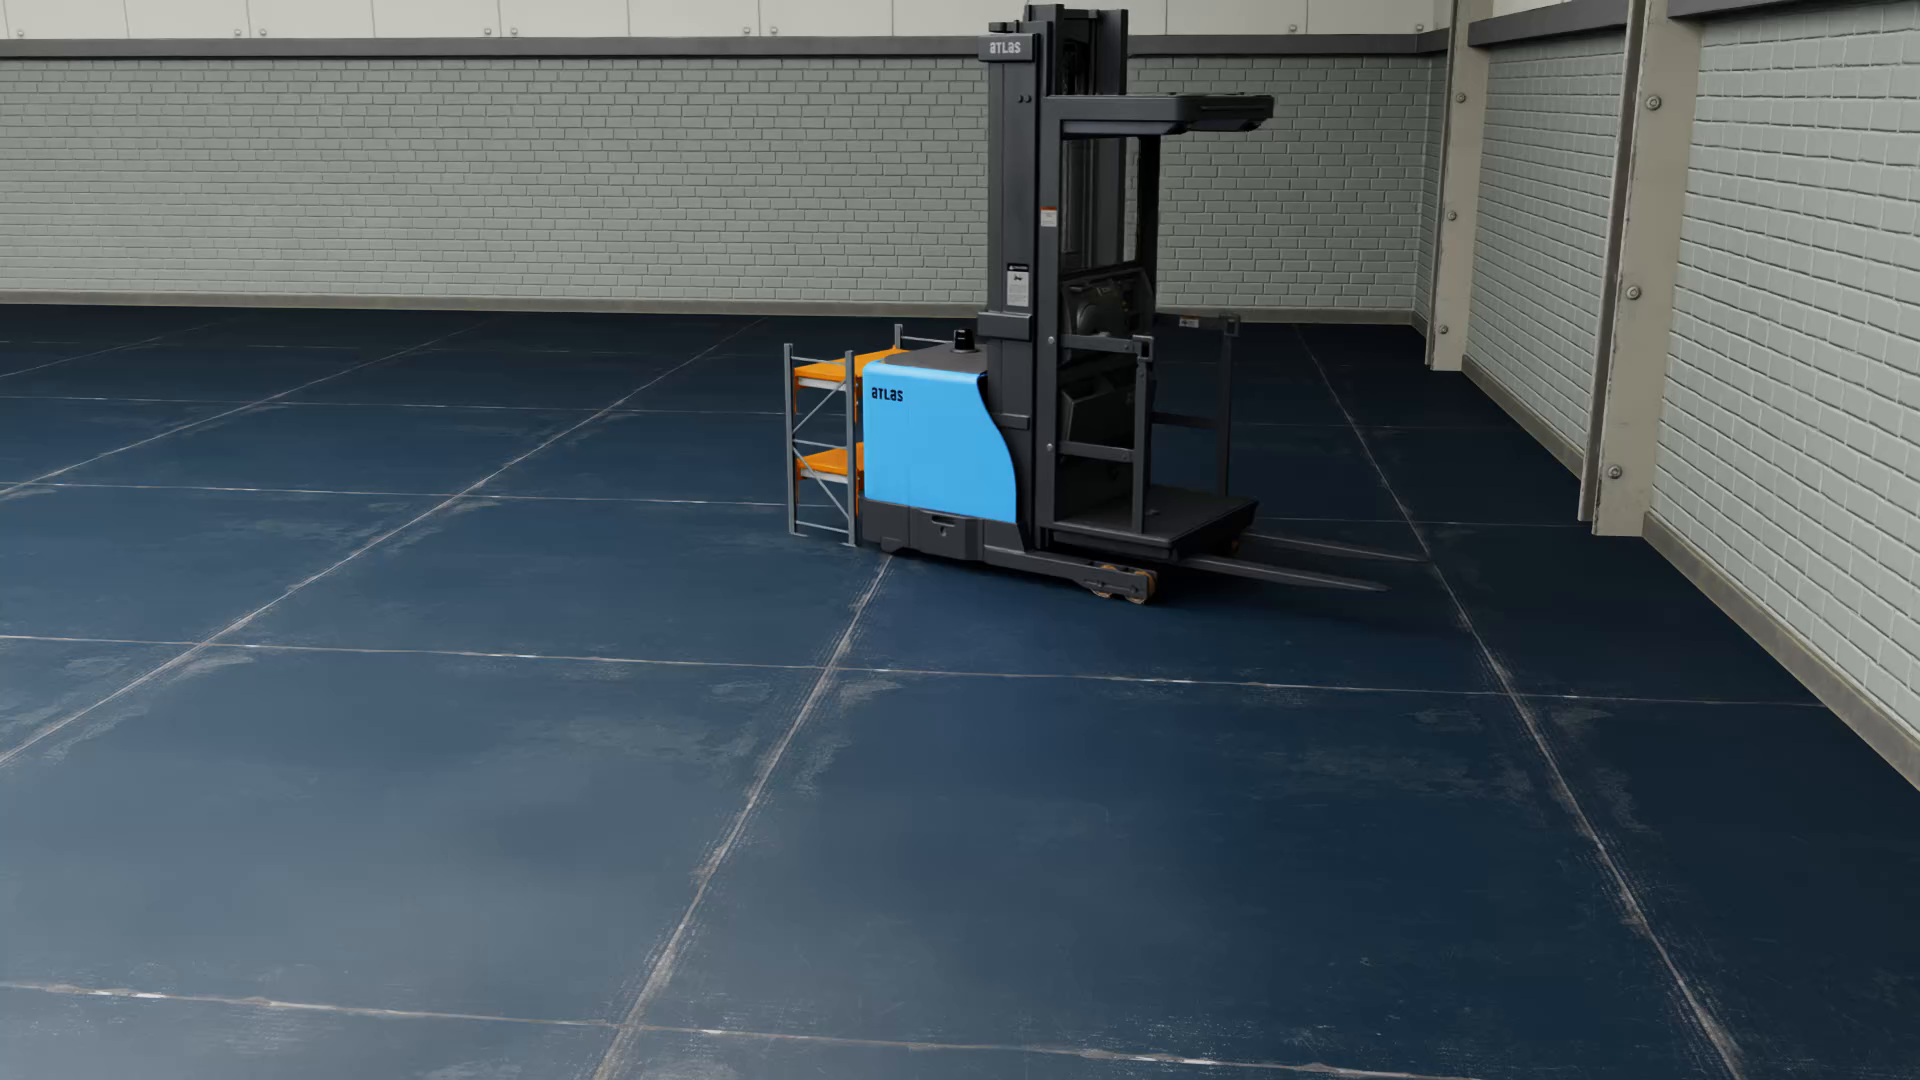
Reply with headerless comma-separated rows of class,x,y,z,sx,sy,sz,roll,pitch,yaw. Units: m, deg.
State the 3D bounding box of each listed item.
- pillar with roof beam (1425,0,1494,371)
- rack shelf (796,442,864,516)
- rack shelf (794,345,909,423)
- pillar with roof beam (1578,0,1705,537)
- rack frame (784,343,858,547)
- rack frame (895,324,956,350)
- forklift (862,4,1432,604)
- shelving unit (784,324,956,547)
pillar with roof beam,0.298,-6.103,14.991,9.100,9.000,0.400,2,15,6
rack shelf,-0.496,-0.414,9.976,0.538,0.278,1.000,11,19,35
rack shelf,-0.496,-0.933,9.836,0.538,0.278,1.000,11,19,35
pillar with roof beam,-0.379,-4.546,9.236,9.100,9.000,0.400,2,15,6
rack frame,-0.796,-0.543,9.517,0.500,1.125,0.032,11,19,35
rack frame,-0.195,-0.757,10.308,0.500,1.125,0.032,11,19,35
forklift,0.955,-1.249,8.665,3.031,2.935,1.130,10,18,32
shelving unit,-0.496,-0.650,9.912,0.538,1.125,1.048,11,19,35
